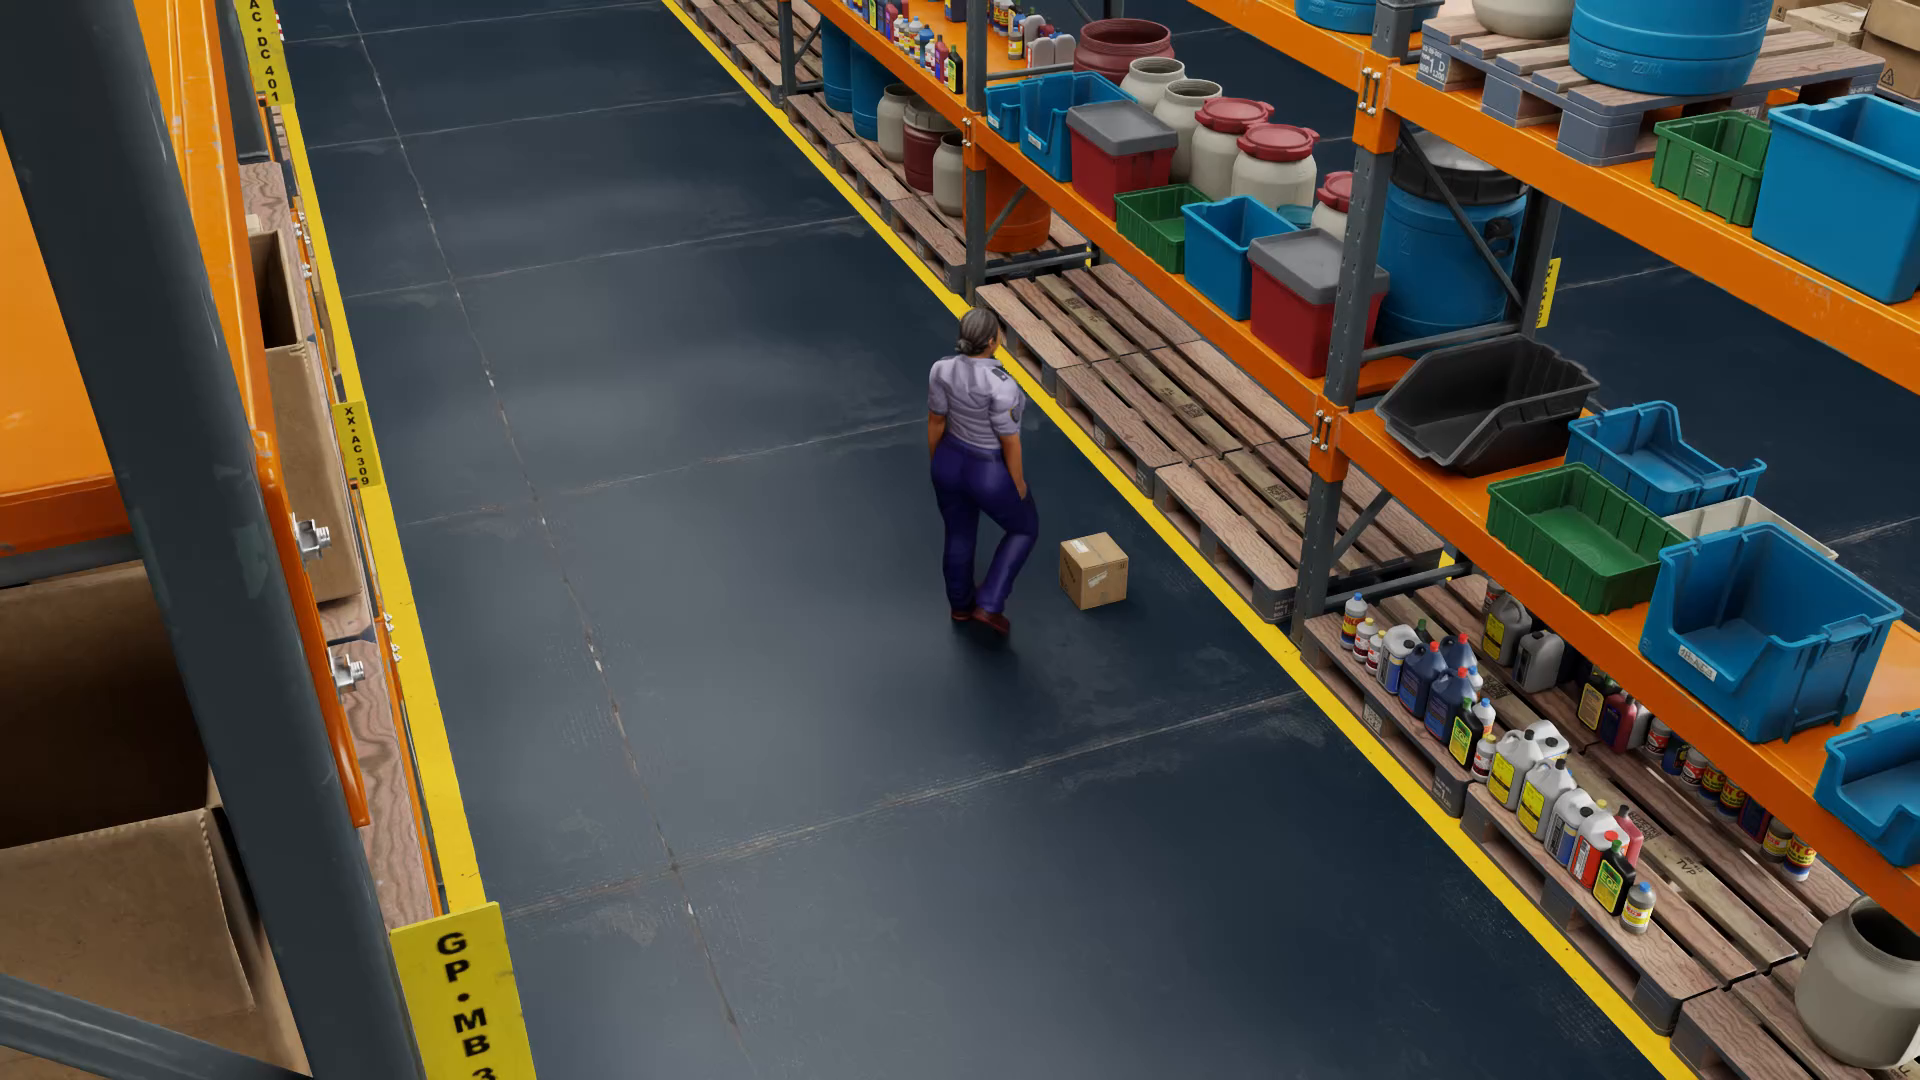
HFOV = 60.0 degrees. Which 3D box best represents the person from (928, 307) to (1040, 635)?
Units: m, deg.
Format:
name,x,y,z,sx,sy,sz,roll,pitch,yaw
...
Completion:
name,x,y,z,sx,sy,sz,roll,pitch,yaw
person,0.076,-0.309,7.595,0.492,1.647,0.444,20,38,27
